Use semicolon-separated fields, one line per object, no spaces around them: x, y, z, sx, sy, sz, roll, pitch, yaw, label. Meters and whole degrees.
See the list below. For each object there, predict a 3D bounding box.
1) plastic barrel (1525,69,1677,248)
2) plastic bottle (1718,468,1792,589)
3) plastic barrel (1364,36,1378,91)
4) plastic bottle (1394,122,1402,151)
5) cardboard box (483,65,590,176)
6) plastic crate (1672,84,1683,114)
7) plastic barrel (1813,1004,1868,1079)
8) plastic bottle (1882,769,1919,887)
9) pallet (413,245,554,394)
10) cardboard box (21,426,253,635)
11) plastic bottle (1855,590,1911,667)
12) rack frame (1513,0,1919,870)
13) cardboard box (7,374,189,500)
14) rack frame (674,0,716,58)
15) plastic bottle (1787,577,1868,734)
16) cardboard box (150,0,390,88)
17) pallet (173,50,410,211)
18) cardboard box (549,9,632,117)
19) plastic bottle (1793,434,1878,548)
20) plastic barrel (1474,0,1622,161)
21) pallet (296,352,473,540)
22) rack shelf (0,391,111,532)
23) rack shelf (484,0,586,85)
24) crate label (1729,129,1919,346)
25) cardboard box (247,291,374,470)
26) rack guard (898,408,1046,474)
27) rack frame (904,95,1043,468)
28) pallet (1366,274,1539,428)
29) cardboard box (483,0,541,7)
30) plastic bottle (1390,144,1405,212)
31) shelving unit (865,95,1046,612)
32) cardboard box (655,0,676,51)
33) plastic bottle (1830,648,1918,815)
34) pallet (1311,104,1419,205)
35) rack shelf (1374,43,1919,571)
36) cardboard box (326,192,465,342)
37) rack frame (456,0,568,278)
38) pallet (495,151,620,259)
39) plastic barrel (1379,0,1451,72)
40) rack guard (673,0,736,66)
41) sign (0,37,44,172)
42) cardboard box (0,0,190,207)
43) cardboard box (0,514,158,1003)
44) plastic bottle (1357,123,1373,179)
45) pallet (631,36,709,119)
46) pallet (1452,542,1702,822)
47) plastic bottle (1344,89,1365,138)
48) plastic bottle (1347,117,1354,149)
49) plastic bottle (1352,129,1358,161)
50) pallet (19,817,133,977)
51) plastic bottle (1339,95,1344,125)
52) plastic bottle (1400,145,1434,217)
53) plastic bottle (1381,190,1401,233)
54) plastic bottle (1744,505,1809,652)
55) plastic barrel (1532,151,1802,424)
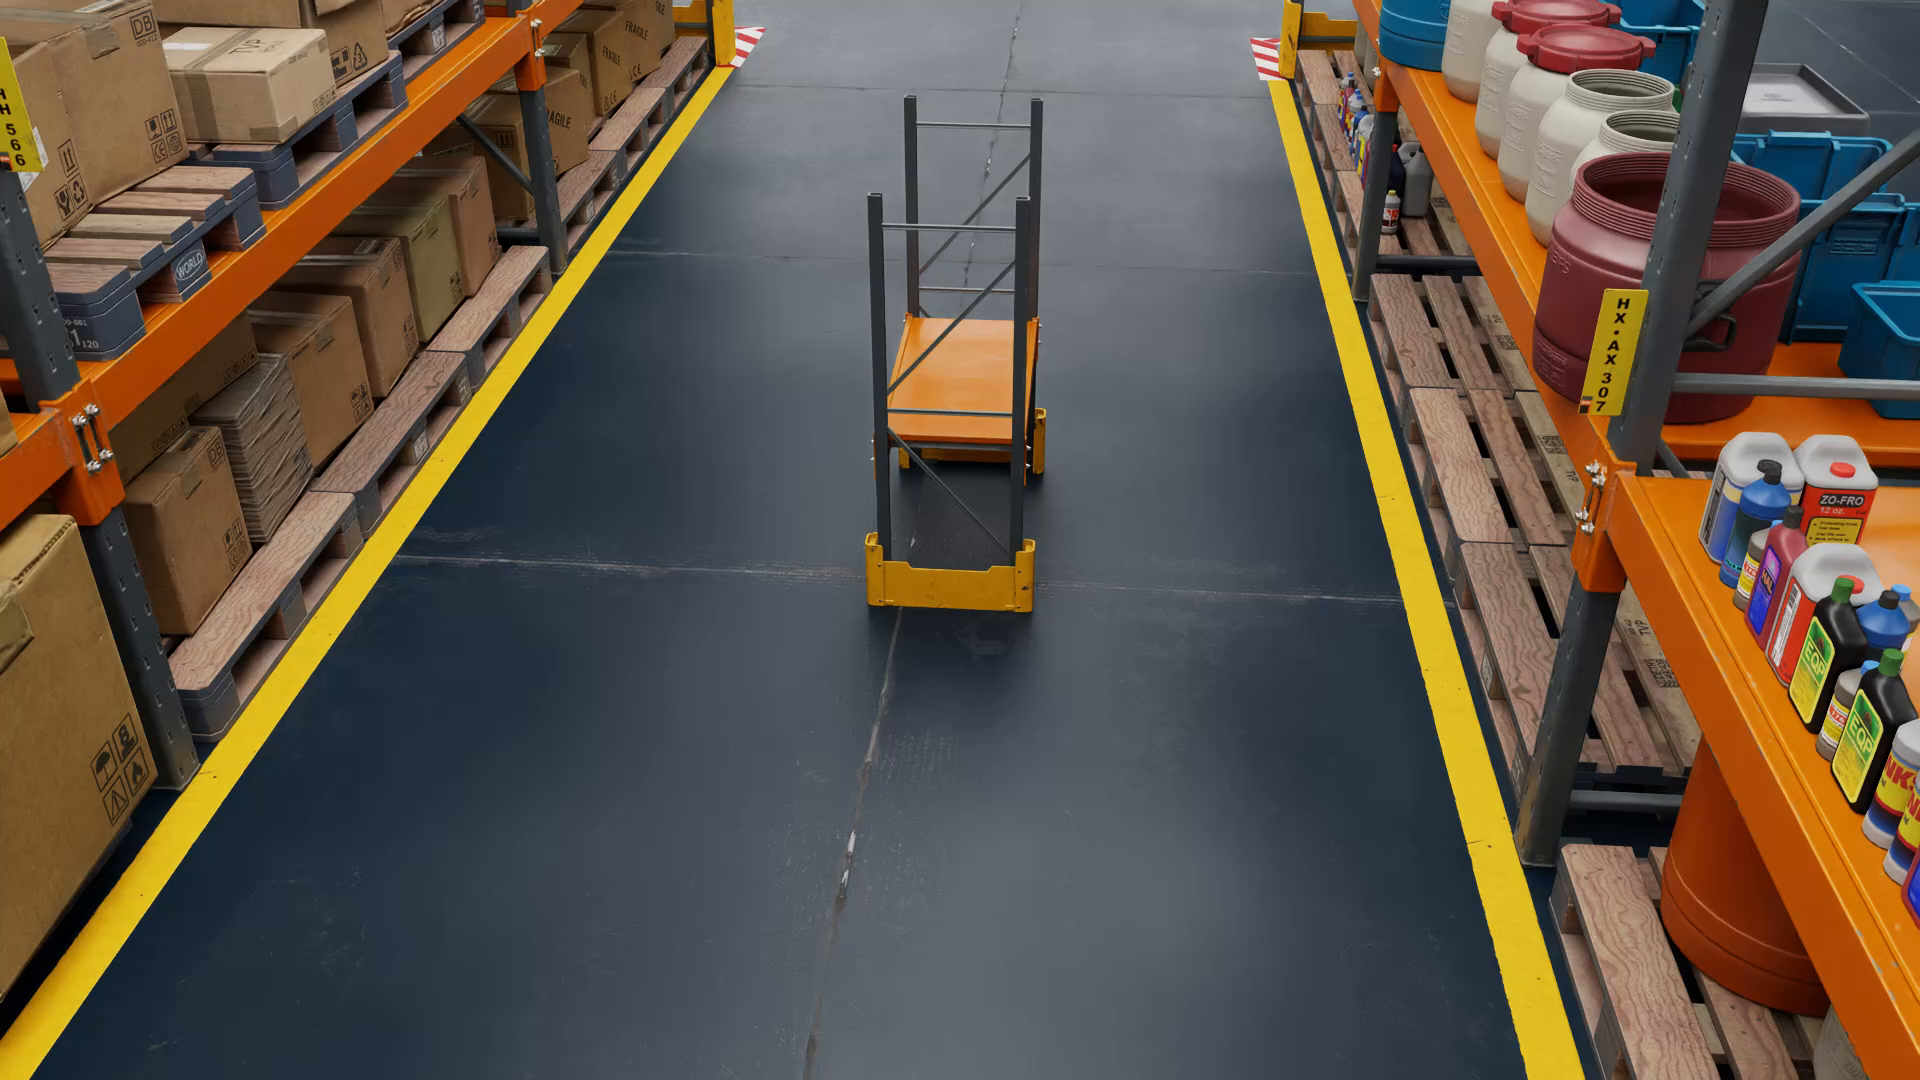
2.007;-1.169;5.182;0.421;0.512;0.421;0;32;0;plastic barrel
1.708;-0.028;3.558;0.097;0.271;0.097;0;32;0;plastic bottle
2.735;-3.048;10.307;0.421;0.512;0.421;0;32;0;plastic barrel
2.339;-2.104;8.975;0.061;0.283;0.133;2;32;4;plastic bottle
-2.398;-2.279;9.072;0.500;0.500;0.500;13;34;19;cardboard box
2.567;-1.433;5.918;0.450;0.188;0.662;2;32;4;plastic crate
2.122;1.082;3.607;0.421;0.512;0.421;0;32;0;plastic barrel
1.632;0.456;2.774;0.097;0.271;0.097;0;32;0;plastic bottle
-2.571;-1.063;7.774;1.003;0.211;1.213;2;32;4;pallet
-2.800;-0.040;5.420;0.700;0.500;0.500;1;32;1;cardboard box
1.730;0.217;3.162;0.097;0.271;0.097;0;32;0;plastic bottle
2.102;-0.354;3.966;1.000;3.000;0.127;2;32;4;rack frame
-2.810;-0.360;5.223;0.500;0.250;0.500;4;32;6;cardboard box
-2.184;-4.749;11.097;1.000;3.000;0.127;2;32;4;rack frame
1.650;0.218;3.149;0.061;0.283;0.133;2;32;4;plastic bottle
-2.558;-1.970;6.089;0.797;0.503;0.637;6;32;9;cardboard box
-2.715;-1.521;6.042;1.003;0.211;1.213;2;32;4;pallet
-2.335;-2.897;10.075;0.500;0.500;0.500;5;32;9;cardboard box
1.896;-0.083;3.643;0.152;0.276;0.135;2;32;4;plastic bottle
2.071;-1.629;5.905;0.433;0.535;0.433;0;32;0;plastic barrel
-2.668;-0.424;6.736;1.003;0.211;1.213;2;32;4;pallet
-2.998;0.786;2.801;1.077;0.370;4.000;2;32;4;rack shelf
-2.346;-3.397;9.589;1.077;0.370;4.000;2;32;4;rack shelf
2.452;-0.877;4.781;0.502;0.435;0.616;2;32;4;crate label
-2.729;-0.628;6.373;0.700;0.500;0.500;5;32;8;cardboard box
0.047;-0.407;6.672;0.587;0.250;0.087;2;32;4;rack guard
0.048;-0.949;6.360;0.500;1.500;0.032;2;32;4;rack frame
2.402;-0.847;7.423;1.003;0.211;1.213;2;32;4;pallet
-2.192;-2.650;7.931;0.380;0.149;0.250;2;32;4;cardboard box
2.192;-1.855;8.506;0.144;0.351;0.185;2;32;3;plastic bottle
0.006;-0.678;5.921;0.587;1.500;1.083;2;32;4;shelving unit
-2.251;-3.538;11.114;0.500;0.500;0.500;8;33;13;cardboard box
1.631;0.338;2.953;0.061;0.283;0.133;2;32;4;plastic bottle
2.620;-2.248;9.696;1.003;0.211;1.213;2;32;4;pallet
2.264;-1.094;5.852;1.077;0.370;4.000;2;32;4;rack shelf
-2.638;-1.212;7.321;0.700;0.500;0.500;2;32;4;cardboard box
-2.509;-2.658;7.703;1.000;3.000;0.127;2;32;4;rack frame
-2.490;-1.823;9.007;1.003;0.211;1.213;2;32;4;pallet
2.094;-2.470;6.922;0.600;0.901;0.708;2;32;4;plastic barrel
-2.190;-3.645;11.689;1.175;0.500;0.348;2;32;4;rack guard
-2.281;-1.037;3.970;0.100;0.325;0.005;2;32;4;sign
-2.885;-1.368;5.114;0.700;0.500;0.500;7;32;11;cardboard box
-2.912;0.520;4.172;1.225;0.875;0.875;1;32;2;cardboard box
2.234;-2.124;8.943;0.144;0.351;0.185;2;32;4;plastic bottle
-2.291;-3.099;11.077;1.003;0.211;1.213;2;32;4;pallet
2.203;0.429;5.352;1.003;0.211;1.213;2;32;4;pallet
2.267;-2.449;9.547;0.097;0.271;0.097;0;32;0;plastic bottle
2.251;-2.316;9.396;0.097;0.201;0.097;0;32;0;plastic bottle
2.234;-2.208;9.222;0.097;0.201;0.097;0;32;0;plastic bottle
-2.974;1.030;4.377;1.003;0.211;1.213;2;32;4;pallet
2.286;-2.545;9.768;0.097;0.201;0.097;0;32;0;plastic bottle
2.336;-1.848;8.496;0.144;0.351;0.185;2;32;4;plastic bottle
2.146;-1.645;8.308;0.097;0.201;0.097;0;32;0;plastic bottle
1.672;0.078;3.376;0.061;0.283;0.133;2;32;4;plastic bottle
1.837;-0.668;4.345;0.600;0.536;0.708;2;32;4;plastic barrel
